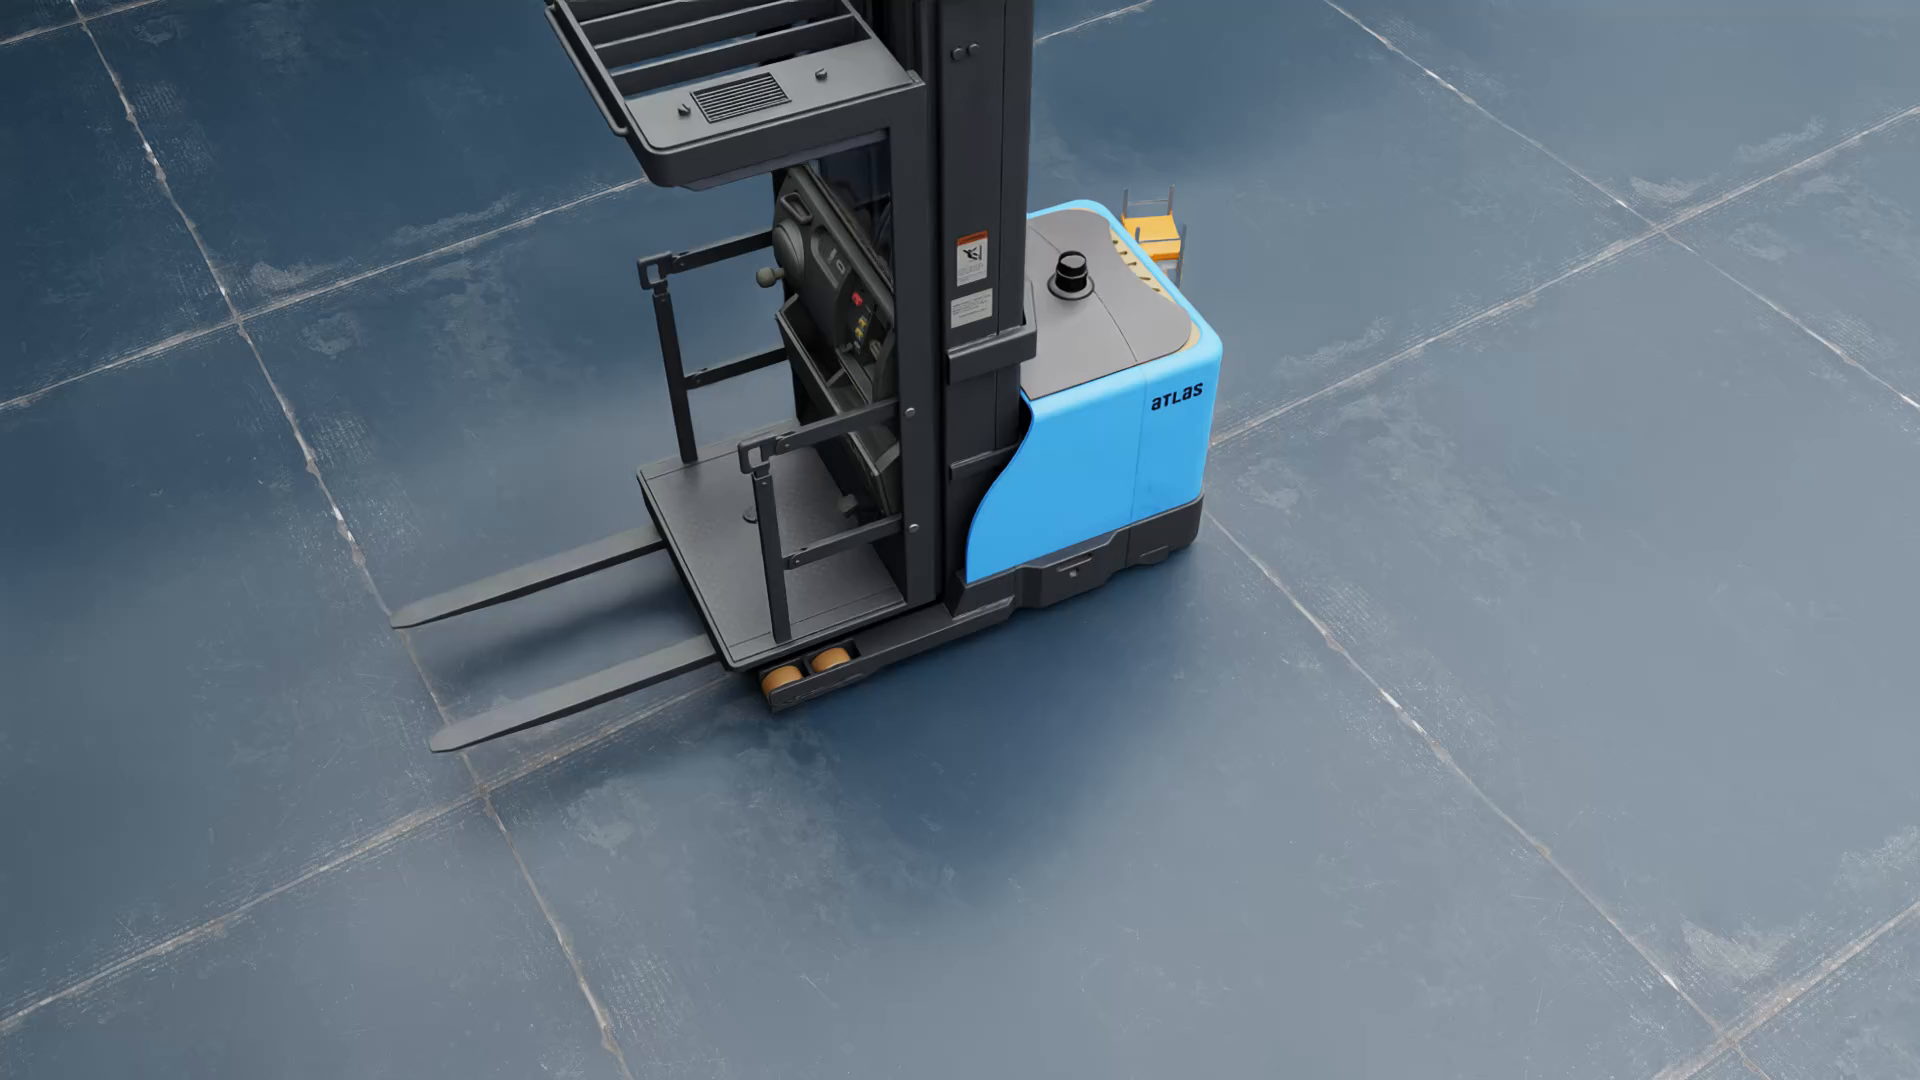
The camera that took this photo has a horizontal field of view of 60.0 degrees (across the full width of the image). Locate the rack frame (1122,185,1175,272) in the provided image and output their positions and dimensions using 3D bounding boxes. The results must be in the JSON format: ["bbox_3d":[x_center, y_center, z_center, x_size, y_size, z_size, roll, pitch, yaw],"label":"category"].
[{"bbox_3d":[0.743,-1.035,6.914,0.200,1.050,0.008,-5,49,-4],"label":"rack frame"}]

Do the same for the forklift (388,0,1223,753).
[{"bbox_3d":[-0.604,-0.805,5.450,3.031,2.935,1.130,-20,51,-17],"label":"forklift"}]

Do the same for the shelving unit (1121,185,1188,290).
[{"bbox_3d":[0.758,-0.945,6.834,0.215,1.050,0.252,-5,49,-4],"label":"shelving unit"}]

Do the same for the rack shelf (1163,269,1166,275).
[{"bbox_3d":[0.758,-0.938,6.842,0.215,0.259,0.240,-5,49,-4],"label":"rack shelf"}]

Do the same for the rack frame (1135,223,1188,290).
[{"bbox_3d":[0.772,-0.854,6.753,0.200,1.050,0.008,-5,49,-4],"label":"rack frame"}]

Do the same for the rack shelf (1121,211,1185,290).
[{"bbox_3d":[0.758,-1.126,6.630,0.215,0.259,0.240,-5,49,-4],"label":"rack shelf"}]
